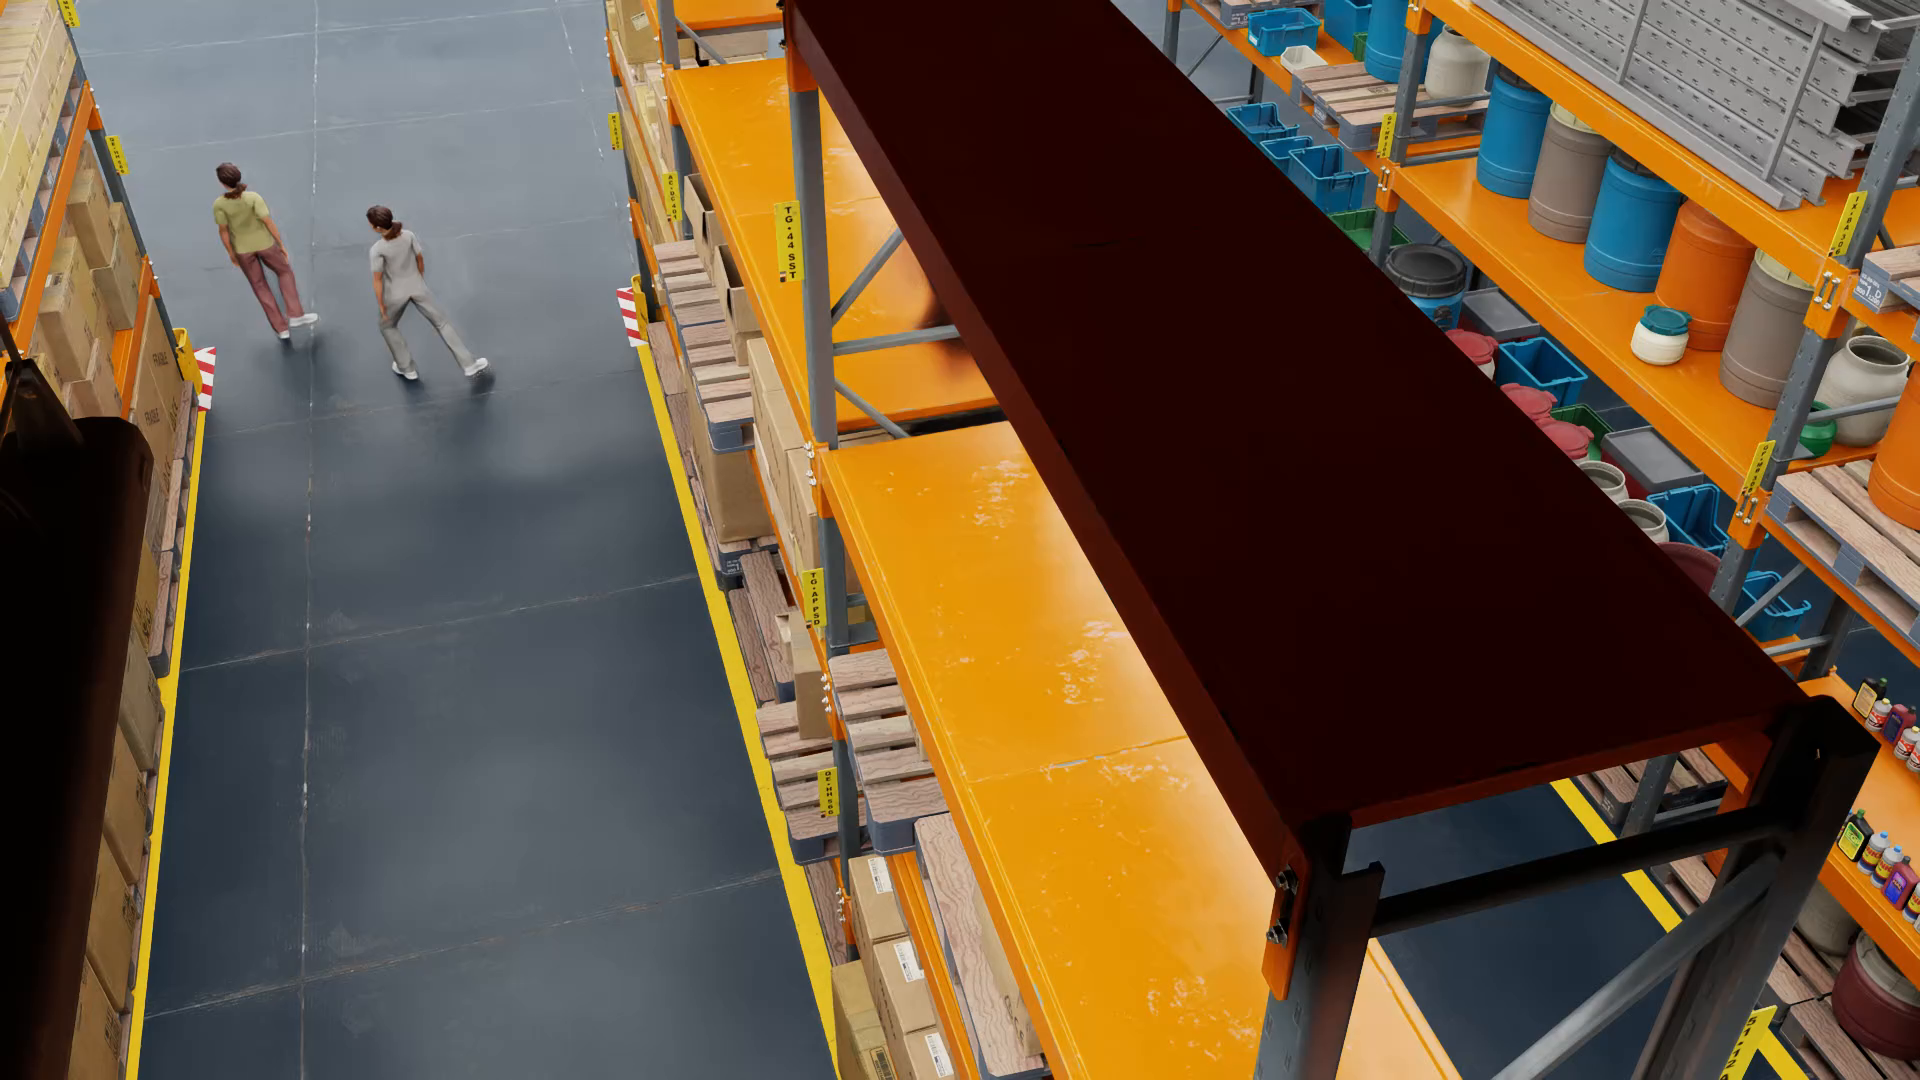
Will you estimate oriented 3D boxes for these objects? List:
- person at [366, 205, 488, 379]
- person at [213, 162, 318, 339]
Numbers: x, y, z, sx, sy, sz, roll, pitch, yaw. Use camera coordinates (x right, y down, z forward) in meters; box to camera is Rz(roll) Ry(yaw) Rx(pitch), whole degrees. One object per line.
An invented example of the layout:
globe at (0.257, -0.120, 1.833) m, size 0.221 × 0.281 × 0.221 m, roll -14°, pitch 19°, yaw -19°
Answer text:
person at (-4.579, -2.100, 14.184) m, size 0.727 × 1.602 × 0.698 m, roll -26°, pitch 45°, yaw -29°
person at (-6.178, -2.533, 14.735) m, size 0.605 × 1.652 × 0.438 m, roll -17°, pitch 41°, yaw -20°
